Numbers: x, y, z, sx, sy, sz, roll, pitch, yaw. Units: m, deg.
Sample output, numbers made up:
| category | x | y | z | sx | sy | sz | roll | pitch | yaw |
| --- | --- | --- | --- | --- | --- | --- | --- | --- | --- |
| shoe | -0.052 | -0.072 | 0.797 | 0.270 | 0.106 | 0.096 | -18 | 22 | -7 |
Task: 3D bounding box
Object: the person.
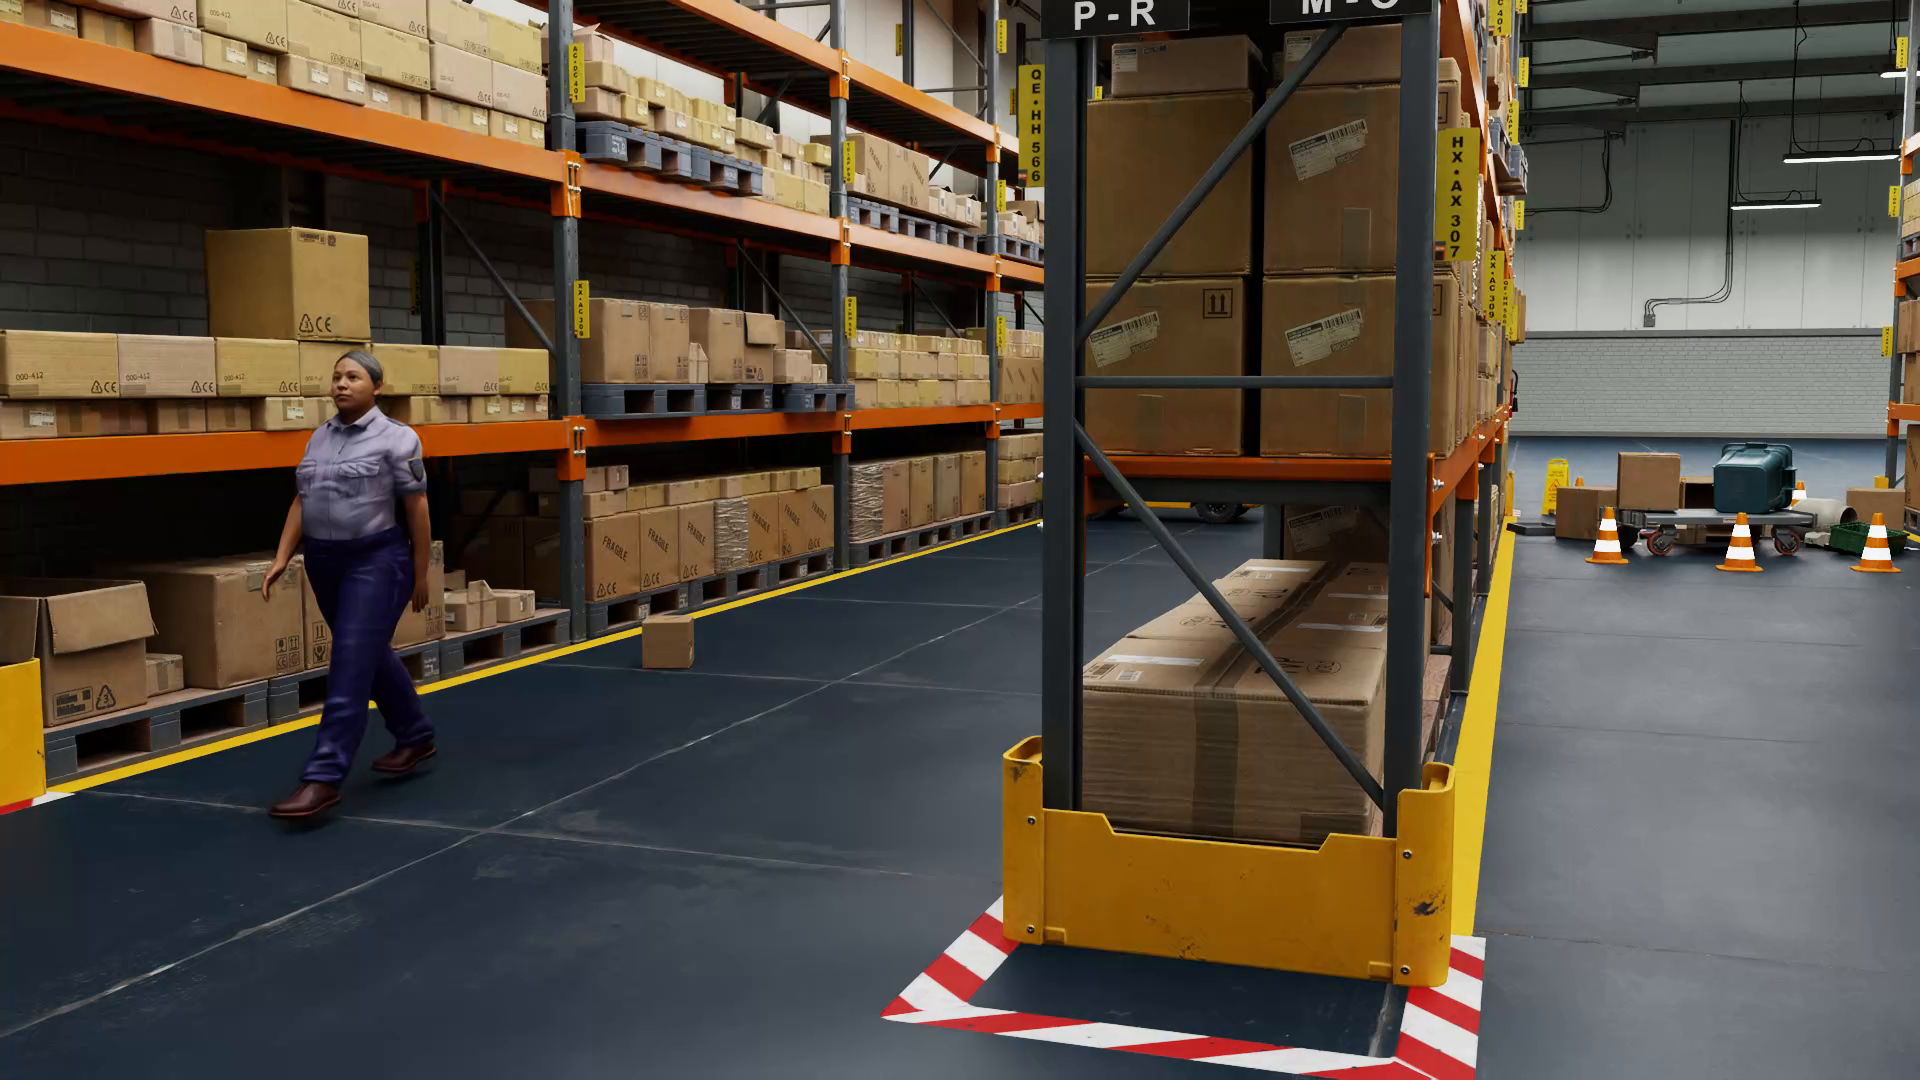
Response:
| category | x | y | z | sx | sy | sz | roll | pitch | yaw |
| --- | --- | --- | --- | --- | --- | --- | --- | --- | --- |
| person | -2.229 | 0.114 | 5.971 | 0.480 | 1.586 | 0.984 | 2 | 6 | 24 |
